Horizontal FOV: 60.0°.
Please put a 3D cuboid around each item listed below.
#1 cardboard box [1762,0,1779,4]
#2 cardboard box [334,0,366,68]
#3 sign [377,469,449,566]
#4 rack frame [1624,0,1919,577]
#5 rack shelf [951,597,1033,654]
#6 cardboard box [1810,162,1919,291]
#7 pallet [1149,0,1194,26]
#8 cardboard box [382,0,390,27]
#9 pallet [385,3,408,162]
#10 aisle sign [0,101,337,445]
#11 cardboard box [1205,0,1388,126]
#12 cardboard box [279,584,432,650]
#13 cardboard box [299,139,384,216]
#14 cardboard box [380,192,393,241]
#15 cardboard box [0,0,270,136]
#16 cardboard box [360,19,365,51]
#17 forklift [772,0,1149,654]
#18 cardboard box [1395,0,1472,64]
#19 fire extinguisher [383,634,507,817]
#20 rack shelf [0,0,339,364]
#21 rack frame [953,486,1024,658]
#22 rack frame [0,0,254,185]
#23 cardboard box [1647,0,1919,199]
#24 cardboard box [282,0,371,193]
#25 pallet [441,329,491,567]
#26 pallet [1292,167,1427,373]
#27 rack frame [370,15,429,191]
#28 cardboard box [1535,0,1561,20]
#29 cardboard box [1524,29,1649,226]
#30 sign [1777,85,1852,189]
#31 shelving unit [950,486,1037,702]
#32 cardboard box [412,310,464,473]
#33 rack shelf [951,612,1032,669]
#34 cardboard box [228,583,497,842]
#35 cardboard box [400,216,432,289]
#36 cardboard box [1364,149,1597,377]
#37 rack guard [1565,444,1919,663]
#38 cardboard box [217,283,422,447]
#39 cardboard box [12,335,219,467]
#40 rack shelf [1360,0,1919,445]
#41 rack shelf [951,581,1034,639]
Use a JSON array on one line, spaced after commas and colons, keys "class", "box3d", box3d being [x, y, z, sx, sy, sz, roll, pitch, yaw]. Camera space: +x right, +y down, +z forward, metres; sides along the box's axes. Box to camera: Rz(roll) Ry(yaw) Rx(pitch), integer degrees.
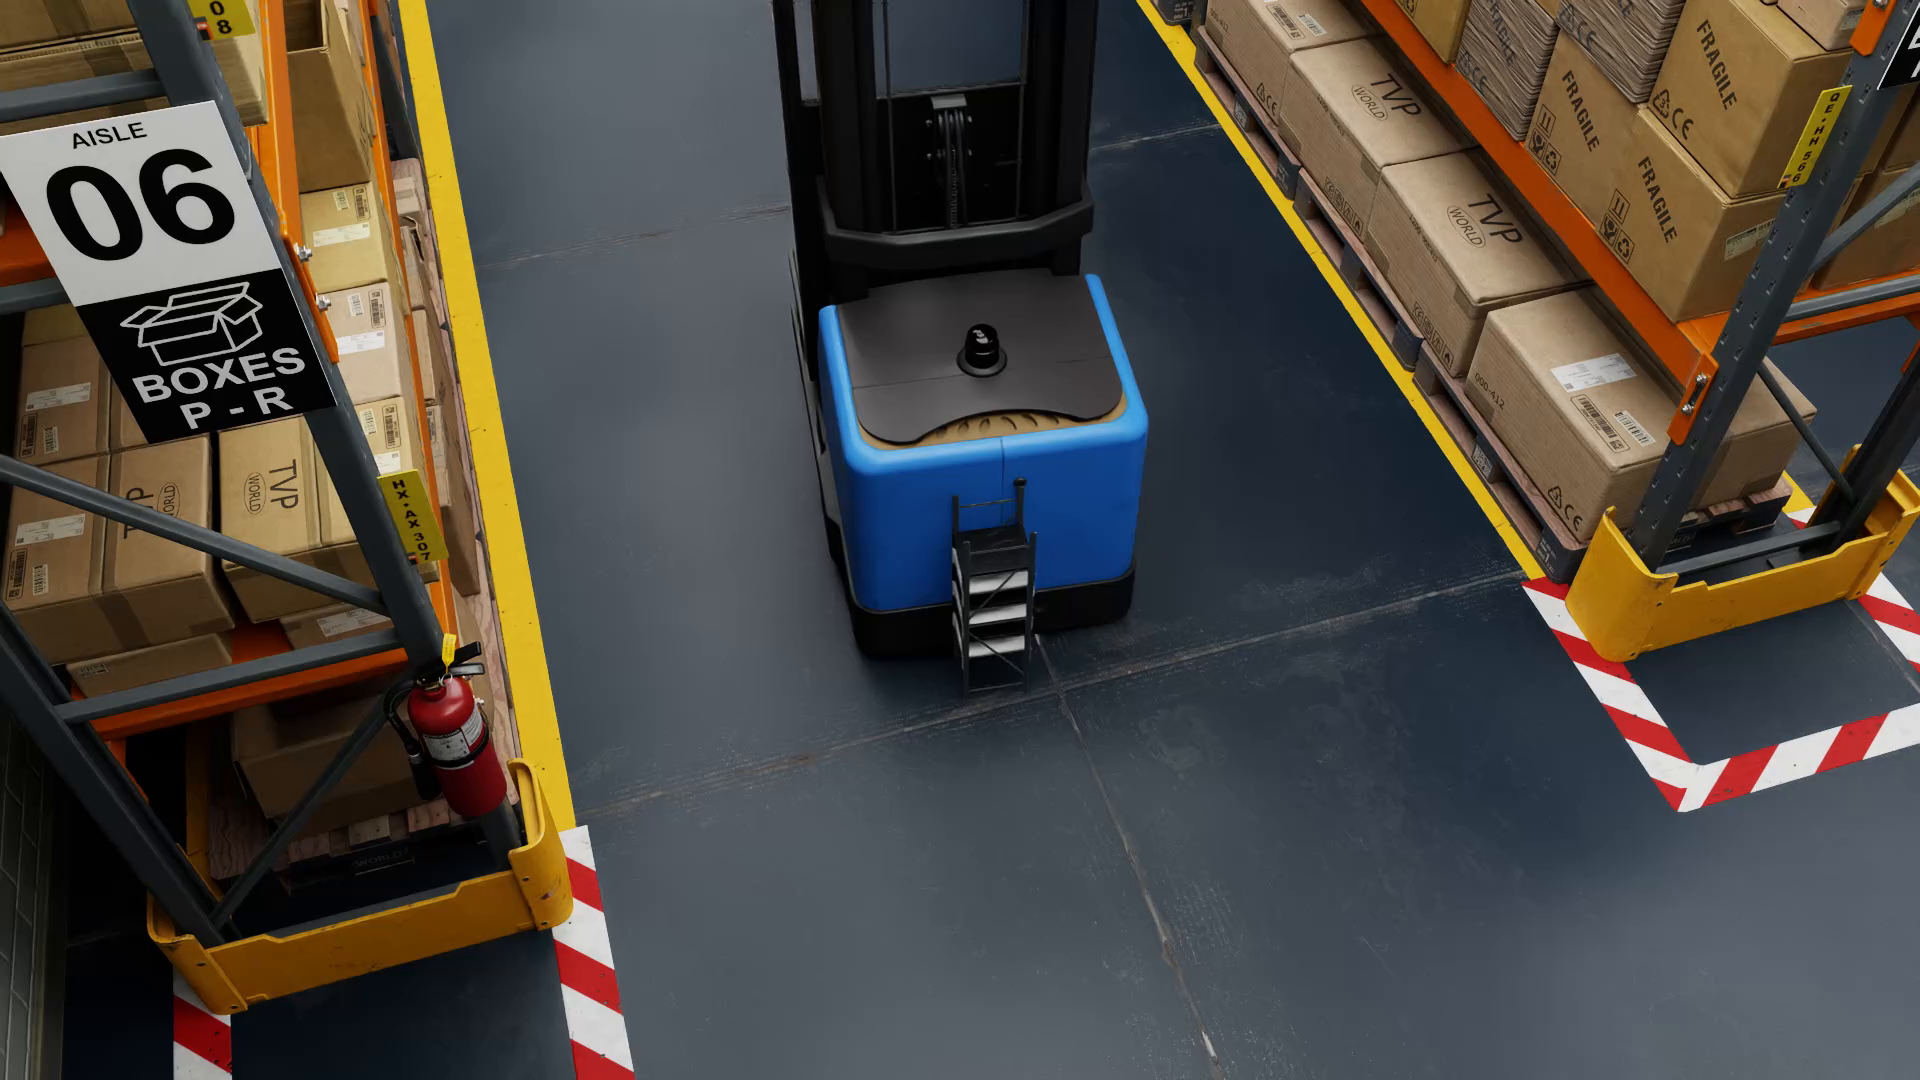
[{"class": "cardboard box", "box3d": [2.493, -1.735, 4.897, 0.380, 0.149, 0.250, -12, 51, -10]}, {"class": "cardboard box", "box3d": [-2.489, -1.939, 6.116, 0.500, 0.250, 0.500, -13, 51, -11]}, {"class": "sign", "box3d": [-1.334, -0.051, 4.055, 0.100, 0.325, 0.005, -13, 51, -11]}, {"class": "rack frame", "box3d": [2.889, -0.775, 5.231, 1.000, 3.000, 0.127, -13, 51, -11]}, {"class": "rack shelf", "box3d": [0.112, 0.284, 5.873, 0.258, 0.077, 0.200, -8, 50, -7]}, {"class": "cardboard box", "box3d": [3.021, -1.222, 5.543, 0.500, 0.500, 0.500, -14, 51, -11]}, {"class": "pallet", "box3d": [1.406, -3.344, 9.220, 1.003, 0.211, 1.213, -13, 51, -11]}, {"class": "cardboard box", "box3d": [-3.130, -2.691, 8.207, 0.500, 0.500, 0.500, -14, 51, -11]}, {"class": "pallet", "box3d": [-3.312, -2.258, 8.305, 1.003, 0.211, 1.213, -13, 51, -11]}, {"class": "aisle sign", "box3d": [-1.551, -0.504, 3.302, 0.394, 0.787, 0.004, -13, 51, -11]}, {"class": "cardboard box", "box3d": [1.789, -2.523, 8.106, 0.875, 0.438, 0.875, -14, 51, -12]}, {"class": "cardboard box", "box3d": [-1.687, 0.129, 4.633, 0.380, 0.149, 0.250, -14, 51, -11]}, {"class": "cardboard box", "box3d": [-2.203, -1.196, 5.489, 0.500, 0.250, 0.500, -15, 51, -12]}, {"class": "cardboard box", "box3d": [-2.118, -1.011, 5.594, 0.380, 0.149, 0.250, -12, 51, -10]}, {"class": "cardboard box", "box3d": [-1.722, -1.050, 3.404, 0.500, 0.250, 0.500, -14, 51, -11]}, {"class": "cardboard box", "box3d": [-2.502, -1.945, 6.381, 0.380, 0.149, 0.250, -12, 51, -10]}, {"class": "forklift", "box3d": [-0.122, -1.679, 6.038, 1.130, 2.935, 3.031, -8, 50, -7]}, {"class": "cardboard box", "box3d": [2.032, -2.217, 6.381, 0.500, 0.500, 0.500, -12, 51, -10]}, {"class": "fire extinguisher", "box3d": [-1.367, 0.499, 4.452, 0.296, 0.674, 0.183, -13, 51, -11]}, {"class": "rack shelf", "box3d": [-2.443, -1.845, 4.642, 1.077, 0.370, 4.000, -13, 51, -11]}, {"class": "rack frame", "box3d": [0.094, 0.128, 5.843, 0.240, 0.900, 0.006, -8, 50, -7]}, {"class": "rack frame", "box3d": [-1.852, -1.583, 1.989, 1.000, 3.000, 0.127, -13, 51, -11]}, {"class": "cardboard box", "box3d": [2.519, -1.427, 5.062, 0.500, 0.500, 0.500, -12, 51, -10]}, {"class": "cardboard box", "box3d": [-2.173, -1.427, 5.193, 0.500, 0.500, 0.500, -12, 51, -10]}, {"class": "pallet", "box3d": [-2.468, -0.278, 6.636, 1.003, 0.211, 1.213, -13, 51, -11]}, {"class": "pallet", "box3d": [2.220, -1.331, 7.524, 1.003, 0.211, 1.213, -13, 51, -11]}, {"class": "rack frame", "box3d": [-3.035, -2.571, 6.745, 1.000, 3.000, 0.127, -13, 51, -11]}, {"class": "cardboard box", "box3d": [2.193, -2.164, 5.683, 0.500, 0.500, 0.500, -14, 51, -11]}, {"class": "cardboard box", "box3d": [2.359, -1.469, 5.751, 0.500, 0.500, 0.500, -14, 51, -12]}, {"class": "sign", "box3d": [2.366, -1.112, 4.603, 0.100, 0.325, 0.005, -13, 51, -11]}, {"class": "shelving unit", "box3d": [0.112, 0.205, 5.779, 0.258, 0.900, 0.210, -8, 50, -7]}, {"class": "cardboard box", "box3d": [-2.219, -0.489, 6.350, 0.500, 0.500, 0.500, -12, 51, -10]}, {"class": "rack shelf", "box3d": [0.112, 0.342, 5.942, 0.258, 0.077, 0.200, -8, 50, -7]}, {"class": "cardboard box", "box3d": [-1.942, 0.552, 5.471, 0.797, 0.503, 0.637, -15, 52, -12]}, {"class": "cardboard box", "box3d": [-2.484, -1.224, 7.123, 0.396, 0.266, 0.258, -12, 51, -10]}, {"class": "cardboard box", "box3d": [2.319, -1.210, 6.999, 0.875, 0.438, 0.875, -12, 51, -10]}, {"class": "rack guard", "box3d": [2.896, 0.049, 6.172, 1.175, 0.500, 0.348, -13, 51, -11]}, {"class": "cardboard box", "box3d": [-1.878, -0.458, 4.867, 0.500, 0.250, 0.500, -13, 51, -11]}, {"class": "cardboard box", "box3d": [-2.393, -0.350, 4.776, 0.500, 0.250, 0.500, -13, 51, -11]}, {"class": "rack shelf", "box3d": [2.297, -2.003, 6.737, 1.077, 0.370, 4.000, -13, 51, -11]}, {"class": "rack shelf", "box3d": [0.112, 0.226, 5.804, 0.258, 0.077, 0.200, -8, 50, -7]}]
